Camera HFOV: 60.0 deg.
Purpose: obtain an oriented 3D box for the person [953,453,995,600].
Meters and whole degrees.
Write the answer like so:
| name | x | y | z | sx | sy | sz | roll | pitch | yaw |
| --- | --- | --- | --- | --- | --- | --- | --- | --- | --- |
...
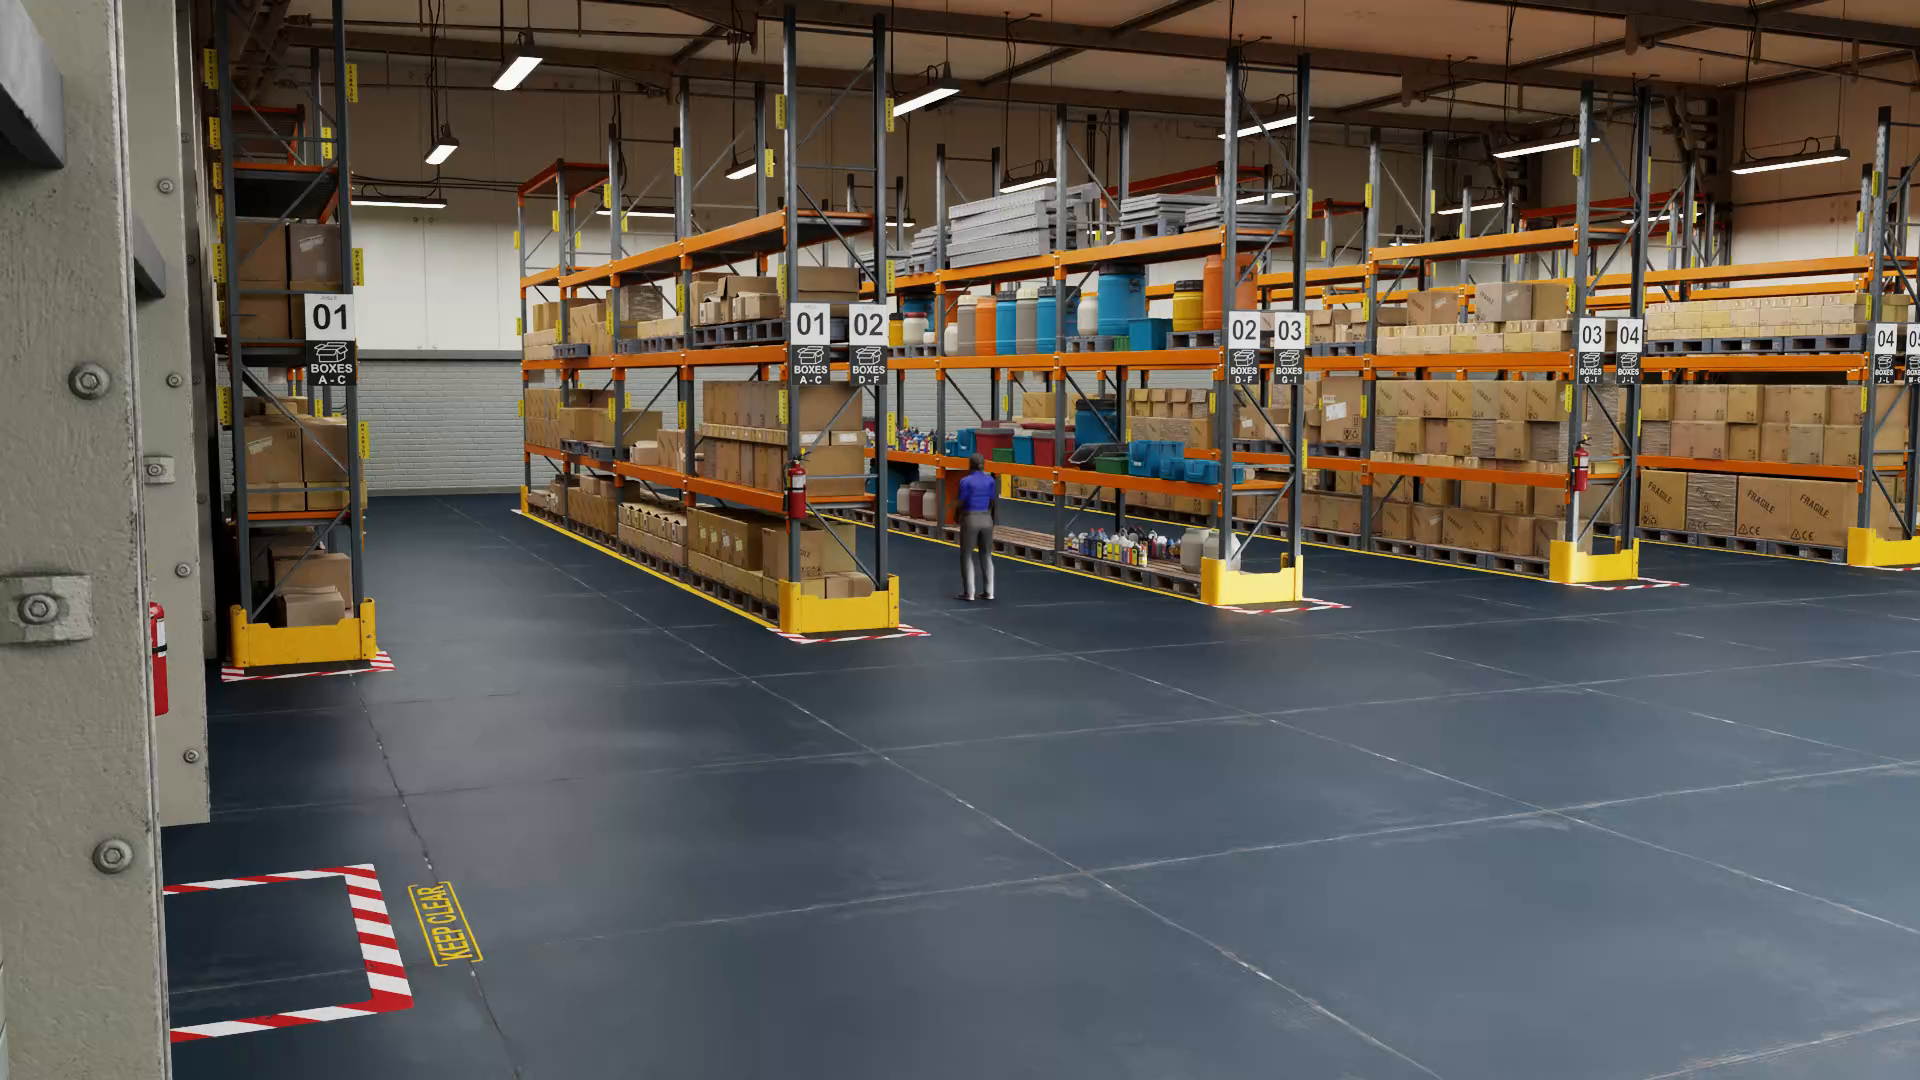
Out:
| name | x | y | z | sx | sy | sz | roll | pitch | yaw |
| --- | --- | --- | --- | --- | --- | --- | --- | --- | --- |
| person | 0.148 | -0.161 | 18.697 | 0.464 | 1.656 | 0.491 | -2 | 6 | -24 |
